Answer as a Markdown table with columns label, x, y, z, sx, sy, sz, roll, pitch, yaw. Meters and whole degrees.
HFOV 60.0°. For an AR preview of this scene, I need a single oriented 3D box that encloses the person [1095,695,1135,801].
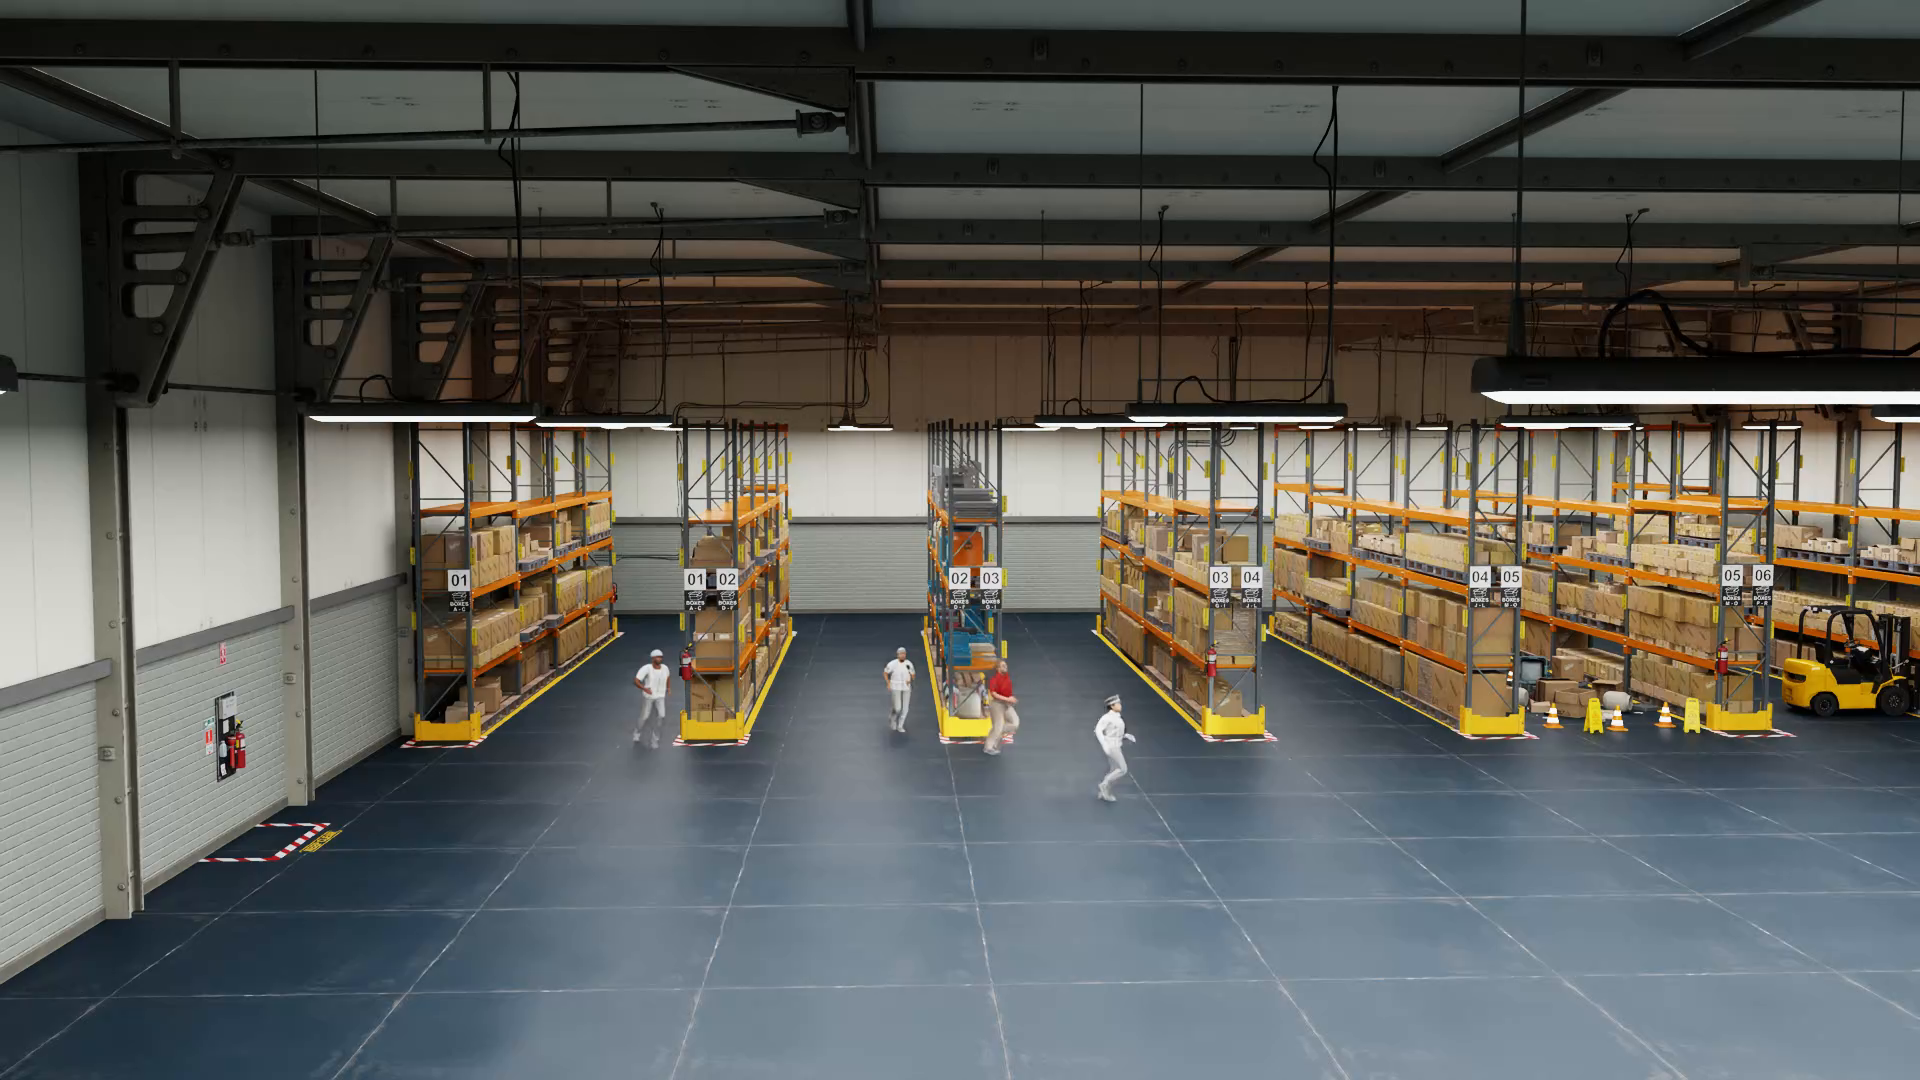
| label | x | y | z | sx | sy | sz | roll | pitch | yaw |
| --- | --- | --- | --- | --- | --- | --- | --- | --- | --- |
| person | 2.425 | 3.232 | 25.877 | 0.567 | 1.657 | 0.623 | 1 | 4 | 20 |

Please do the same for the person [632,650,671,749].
| label | x | y | z | sx | sy | sz | roll | pitch | yaw |
| --- | --- | --- | --- | --- | --- | --- | --- | --- | --- |
| person | -5.611 | 2.906 | 30.528 | 0.762 | 1.793 | 0.736 | -2 | 4 | -32 |

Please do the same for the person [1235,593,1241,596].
| label | x | y | z | sx | sy | sz | roll | pitch | yaw |
| --- | --- | --- | --- | --- | --- | --- | --- | --- | --- |
| person | 7.779 | 1.948 | 46.531 | 0.635 | 1.595 | 0.566 | 0 | 4 | 1 |

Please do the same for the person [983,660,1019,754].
| label | x | y | z | sx | sy | sz | roll | pitch | yaw |
| --- | --- | --- | --- | --- | --- | --- | --- | --- | --- |
| person | 0.778 | 2.977 | 29.656 | 0.731 | 1.681 | 0.691 | 3 | 5 | 36 |

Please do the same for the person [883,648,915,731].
| label | x | y | z | sx | sy | sz | roll | pitch | yaw |
| --- | --- | --- | --- | --- | --- | --- | --- | --- | --- |
| person | -1.131 | 2.870 | 31.821 | 0.590 | 1.620 | 0.547 | -1 | 4 | -16 |
